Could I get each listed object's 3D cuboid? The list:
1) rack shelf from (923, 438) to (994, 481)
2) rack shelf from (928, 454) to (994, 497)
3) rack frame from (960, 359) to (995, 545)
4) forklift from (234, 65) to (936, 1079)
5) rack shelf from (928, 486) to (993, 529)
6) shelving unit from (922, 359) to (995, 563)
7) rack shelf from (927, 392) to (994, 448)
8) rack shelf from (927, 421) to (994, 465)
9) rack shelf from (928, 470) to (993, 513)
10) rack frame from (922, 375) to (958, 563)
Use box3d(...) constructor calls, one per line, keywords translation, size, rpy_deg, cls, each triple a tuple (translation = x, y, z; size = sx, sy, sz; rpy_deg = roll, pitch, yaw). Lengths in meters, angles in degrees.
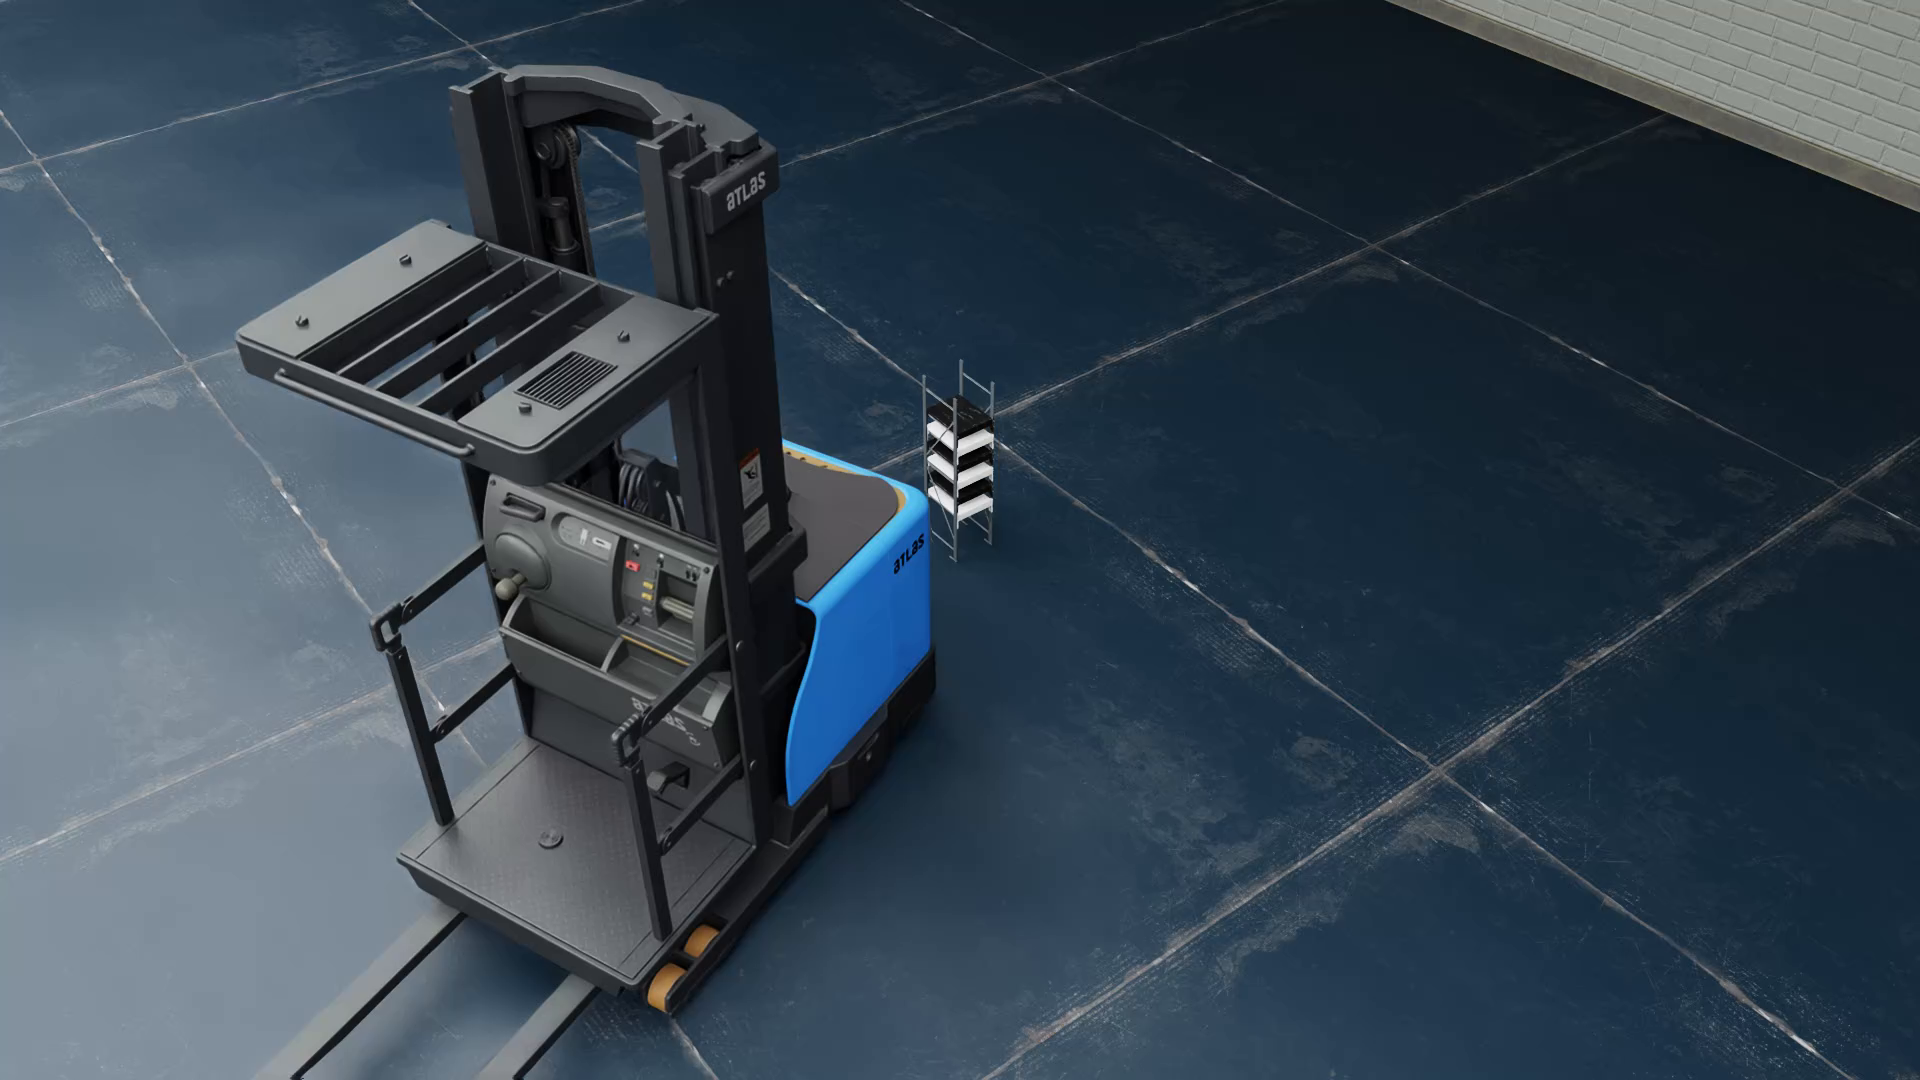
box3d(translation=(-0.006, -0.389, 7.425), size=(0.200, 0.077, 0.258), rpy_deg=(-26, 46, -28), cls="rack shelf")
box3d(translation=(-0.006, -0.319, 7.482), size=(0.200, 0.077, 0.258), rpy_deg=(-26, 46, -28), cls="rack shelf")
box3d(translation=(0.074, -0.384, 7.509), size=(0.006, 0.900, 0.240), rpy_deg=(-26, 46, -28), cls="rack frame")
box3d(translation=(-1.284, 0.163, 5.240), size=(1.130, 2.935, 3.031), rpy_deg=(21, 44, 23), cls="forklift")
box3d(translation=(-0.006, -0.180, 7.596), size=(0.200, 0.077, 0.258), rpy_deg=(-26, 46, -28), cls="rack shelf")
box3d(translation=(-0.006, -0.345, 7.461), size=(0.210, 0.900, 0.258), rpy_deg=(-26, 46, -28), cls="shelving unit")
box3d(translation=(-0.006, -0.528, 7.311), size=(0.200, 0.077, 0.258), rpy_deg=(-26, 46, -28), cls="rack shelf")
box3d(translation=(-0.006, -0.458, 7.368), size=(0.200, 0.077, 0.258), rpy_deg=(-26, 46, -28), cls="rack shelf")
box3d(translation=(-0.006, -0.249, 7.539), size=(0.200, 0.077, 0.258), rpy_deg=(-26, 46, -28), cls="rack shelf")
box3d(translation=(-0.087, -0.305, 7.413), size=(0.006, 0.900, 0.240), rpy_deg=(-26, 46, -28), cls="rack frame")
